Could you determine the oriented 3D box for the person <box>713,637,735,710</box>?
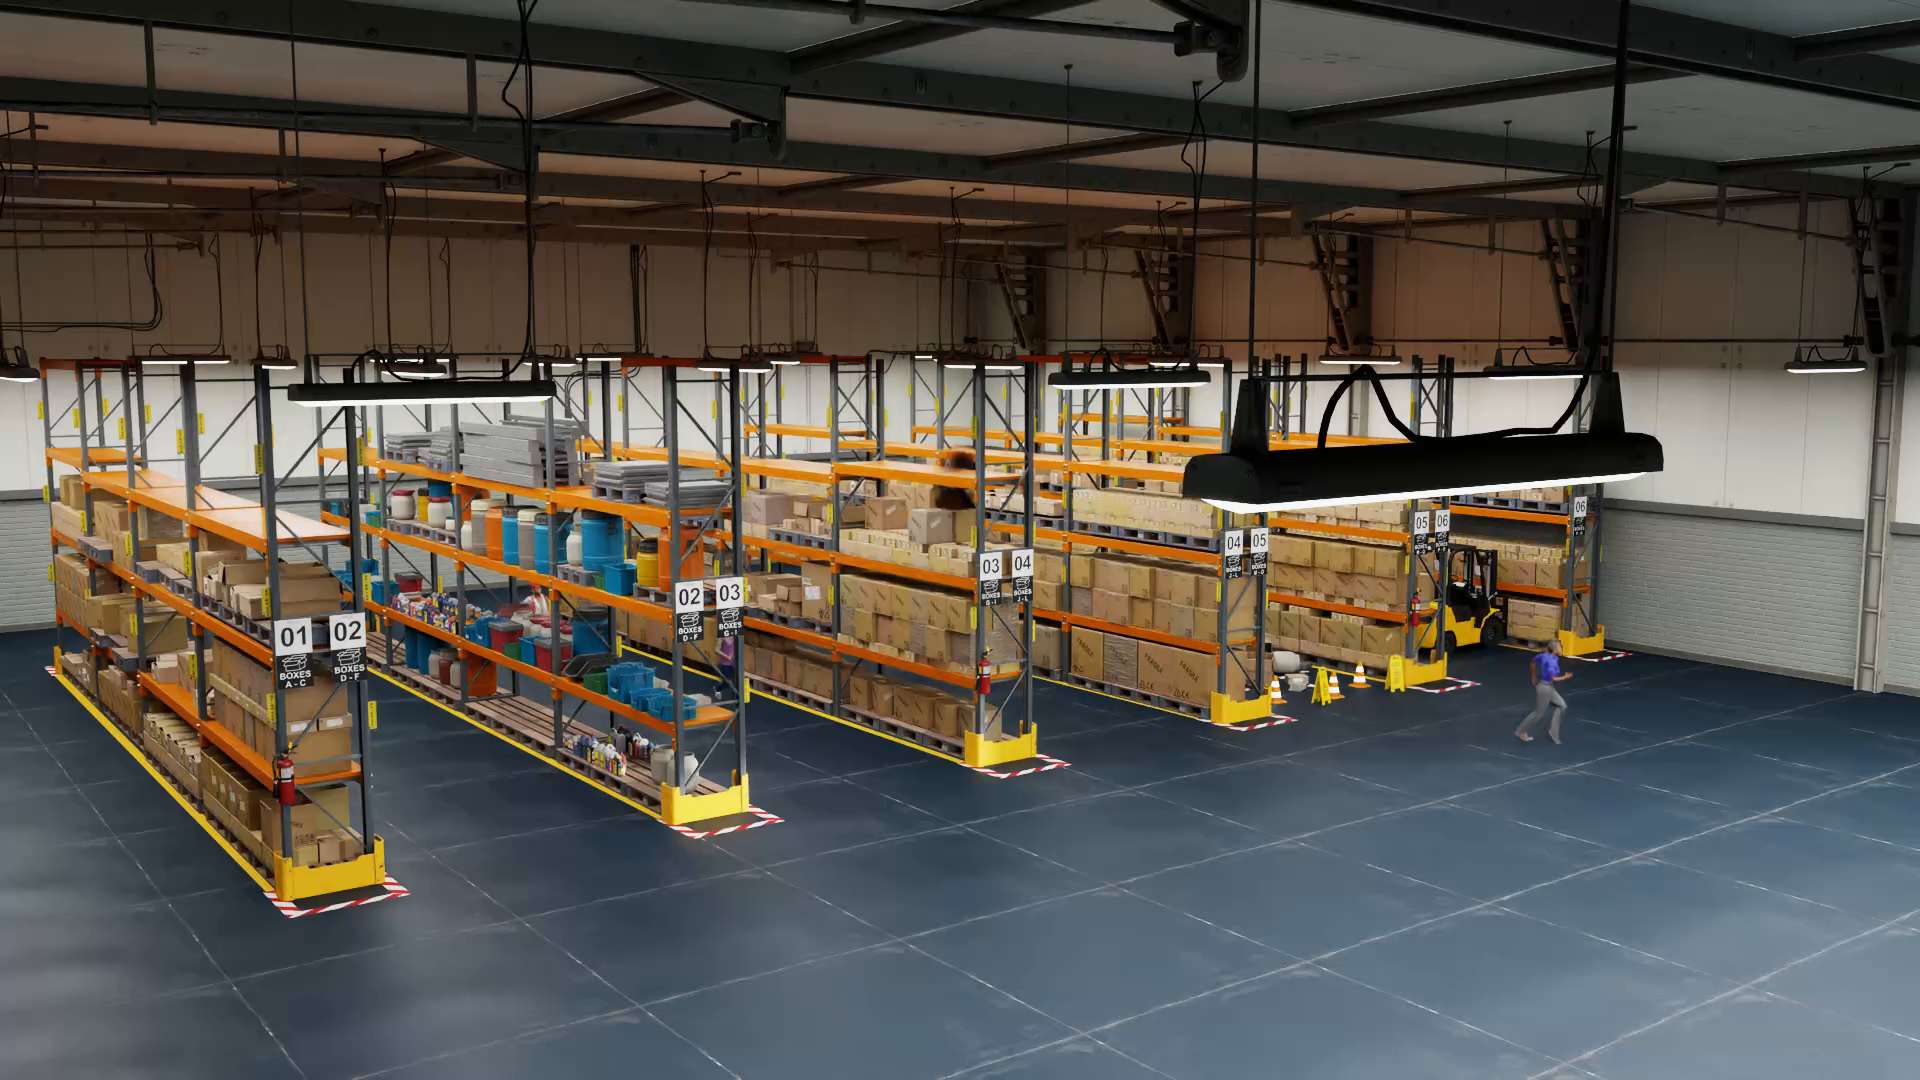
[{"bbox_3d":[-3.963,2.128,28.545,0.546,1.587,0.813,-5,9,-38],"label":"person"}]

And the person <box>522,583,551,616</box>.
[{"bbox_3d":[-8.087,1.649,31.890,0.657,1.740,0.600,-7,10,-44],"label":"person"}]

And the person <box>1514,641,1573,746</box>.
[{"bbox_3d":[9.152,2.398,26.072,0.828,1.680,0.599,2,7,12],"label":"person"}]
